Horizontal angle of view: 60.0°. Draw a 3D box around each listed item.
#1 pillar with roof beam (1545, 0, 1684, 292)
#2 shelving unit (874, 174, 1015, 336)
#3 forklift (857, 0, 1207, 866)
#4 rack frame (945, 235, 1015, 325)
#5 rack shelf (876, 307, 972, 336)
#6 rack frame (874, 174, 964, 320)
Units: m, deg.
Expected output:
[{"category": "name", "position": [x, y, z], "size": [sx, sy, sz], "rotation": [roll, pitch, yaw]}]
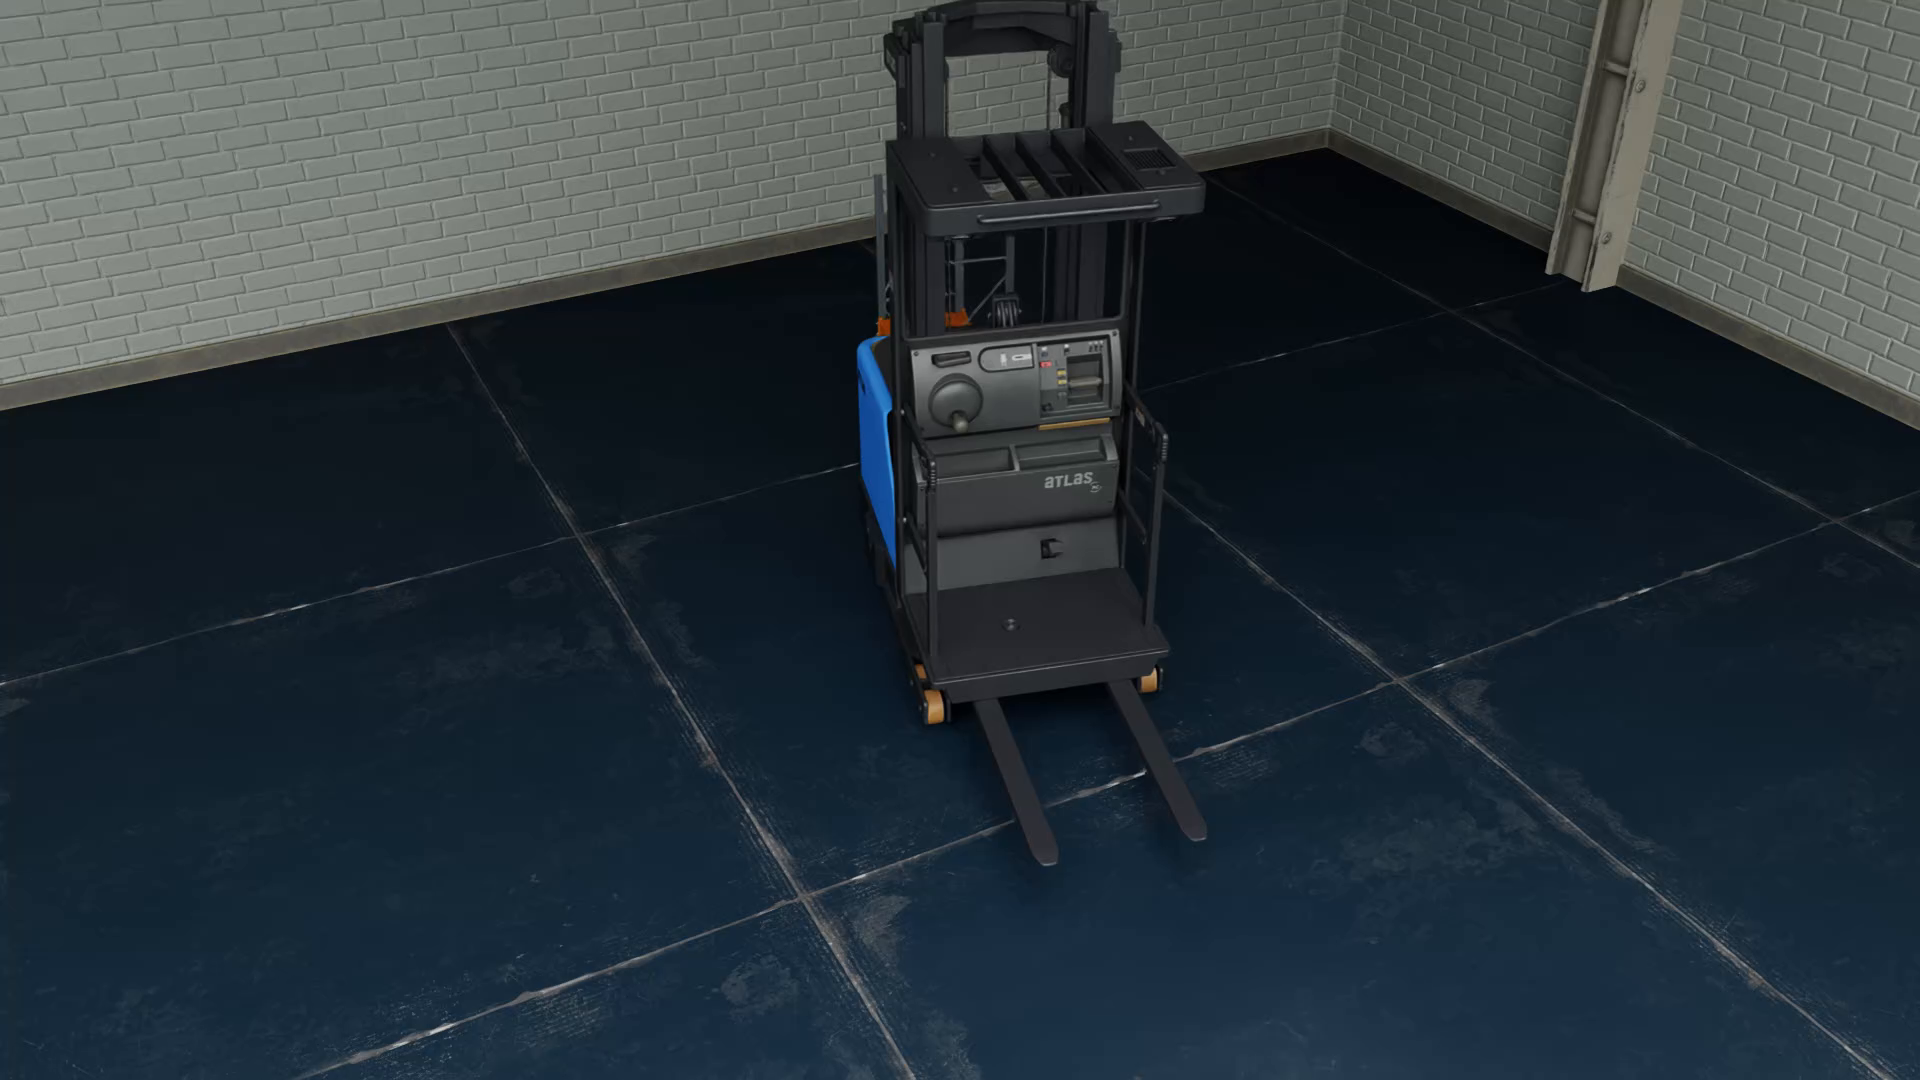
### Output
[{"category": "pillar with roof beam", "position": [0.526, -4.535, 7.486], "size": [9.100, 9.000, 0.400], "rotation": [-16, 36, -23]}, {"category": "shelving unit", "position": [-0.096, -1.123, 9.112], "size": [0.587, 1.500, 1.083], "rotation": [-8, 33, -12]}, {"category": "forklift", "position": [0.300, -0.632, 7.019], "size": [1.130, 2.935, 3.031], "rotation": [-7, 33, -11]}, {"category": "rack frame", "position": [0.028, -0.862, 8.705], "size": [0.500, 1.500, 0.032], "rotation": [-8, 33, -12]}, {"category": "rack shelf", "position": [-0.098, -0.976, 9.216], "size": [0.538, 0.185, 1.000], "rotation": [-8, 33, -12]}, {"category": "rack frame", "position": [-0.225, -1.393, 9.534], "size": [0.500, 1.500, 0.032], "rotation": [-8, 33, -12]}]
